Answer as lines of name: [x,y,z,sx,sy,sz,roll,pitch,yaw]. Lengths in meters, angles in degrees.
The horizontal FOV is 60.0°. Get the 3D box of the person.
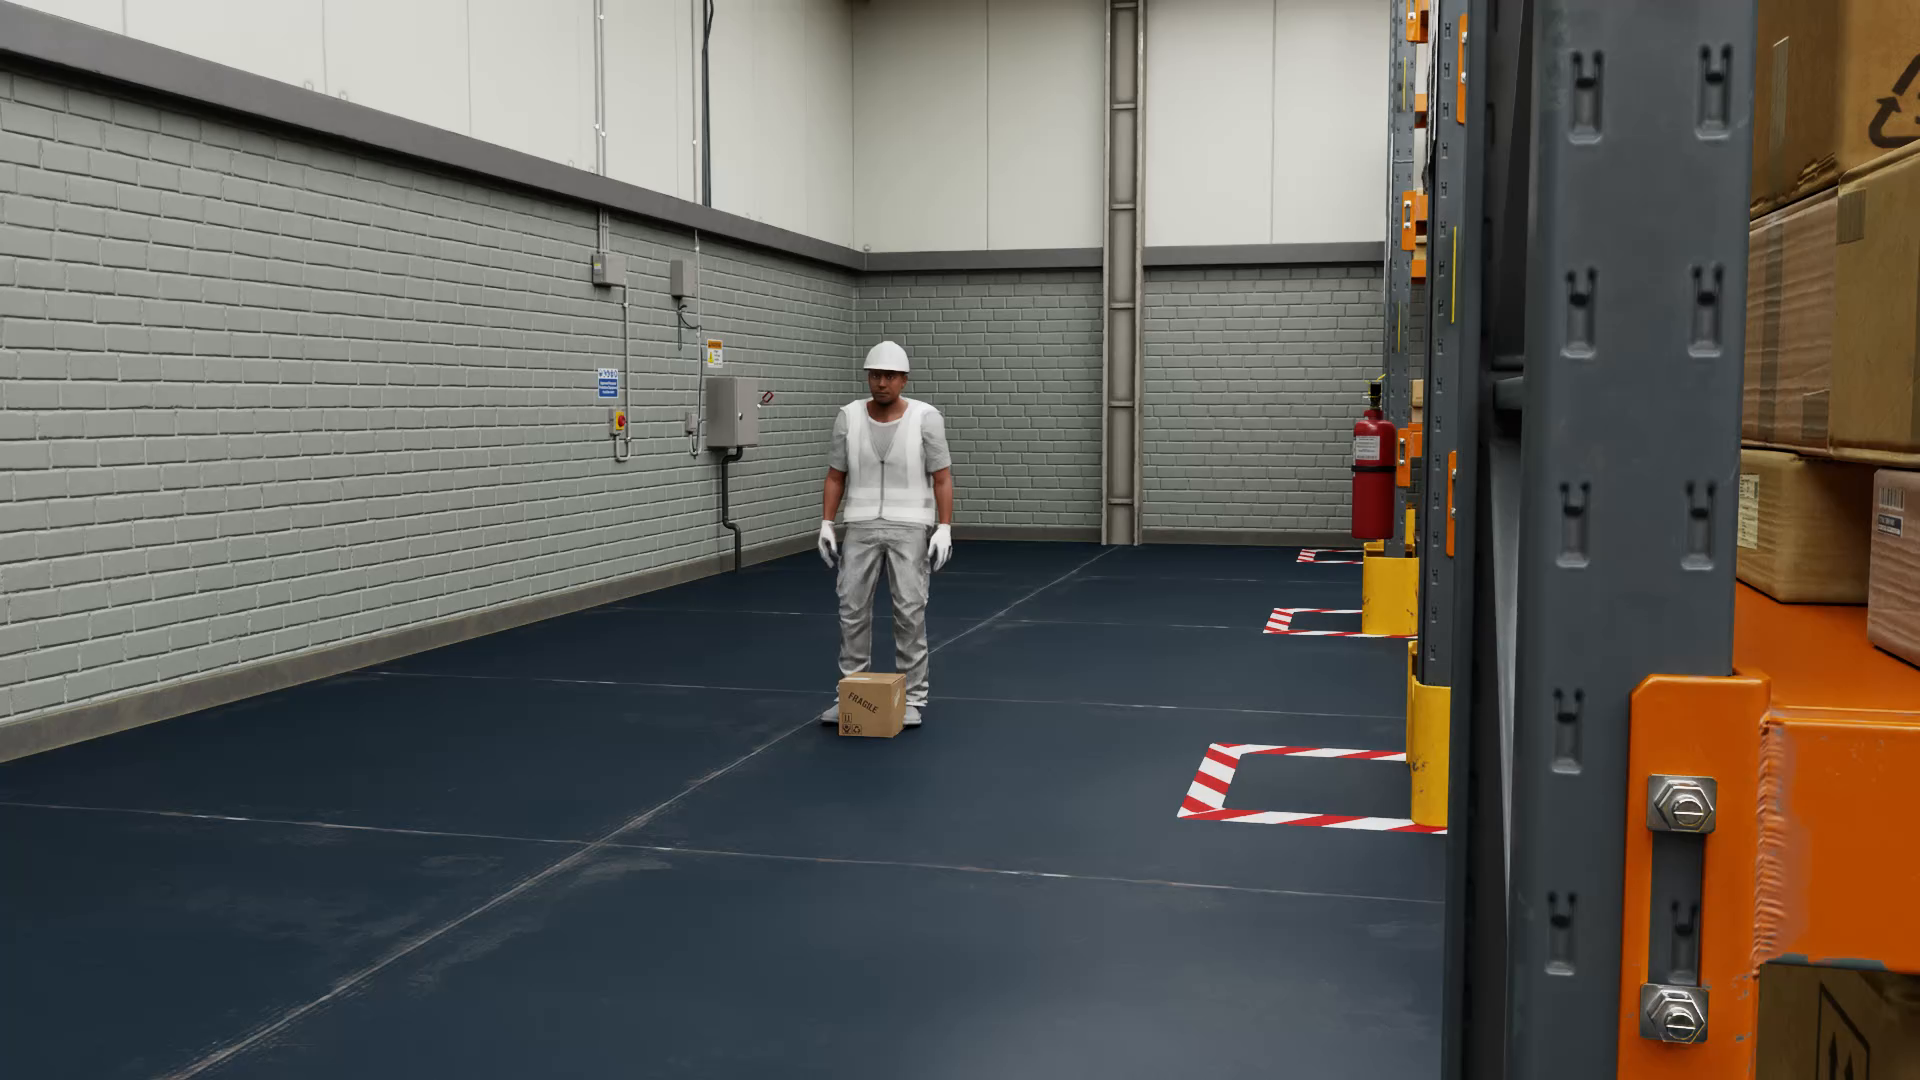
person: [-0.343,-0.028,7.731,0.632,1.776,0.444,1,5,11]
